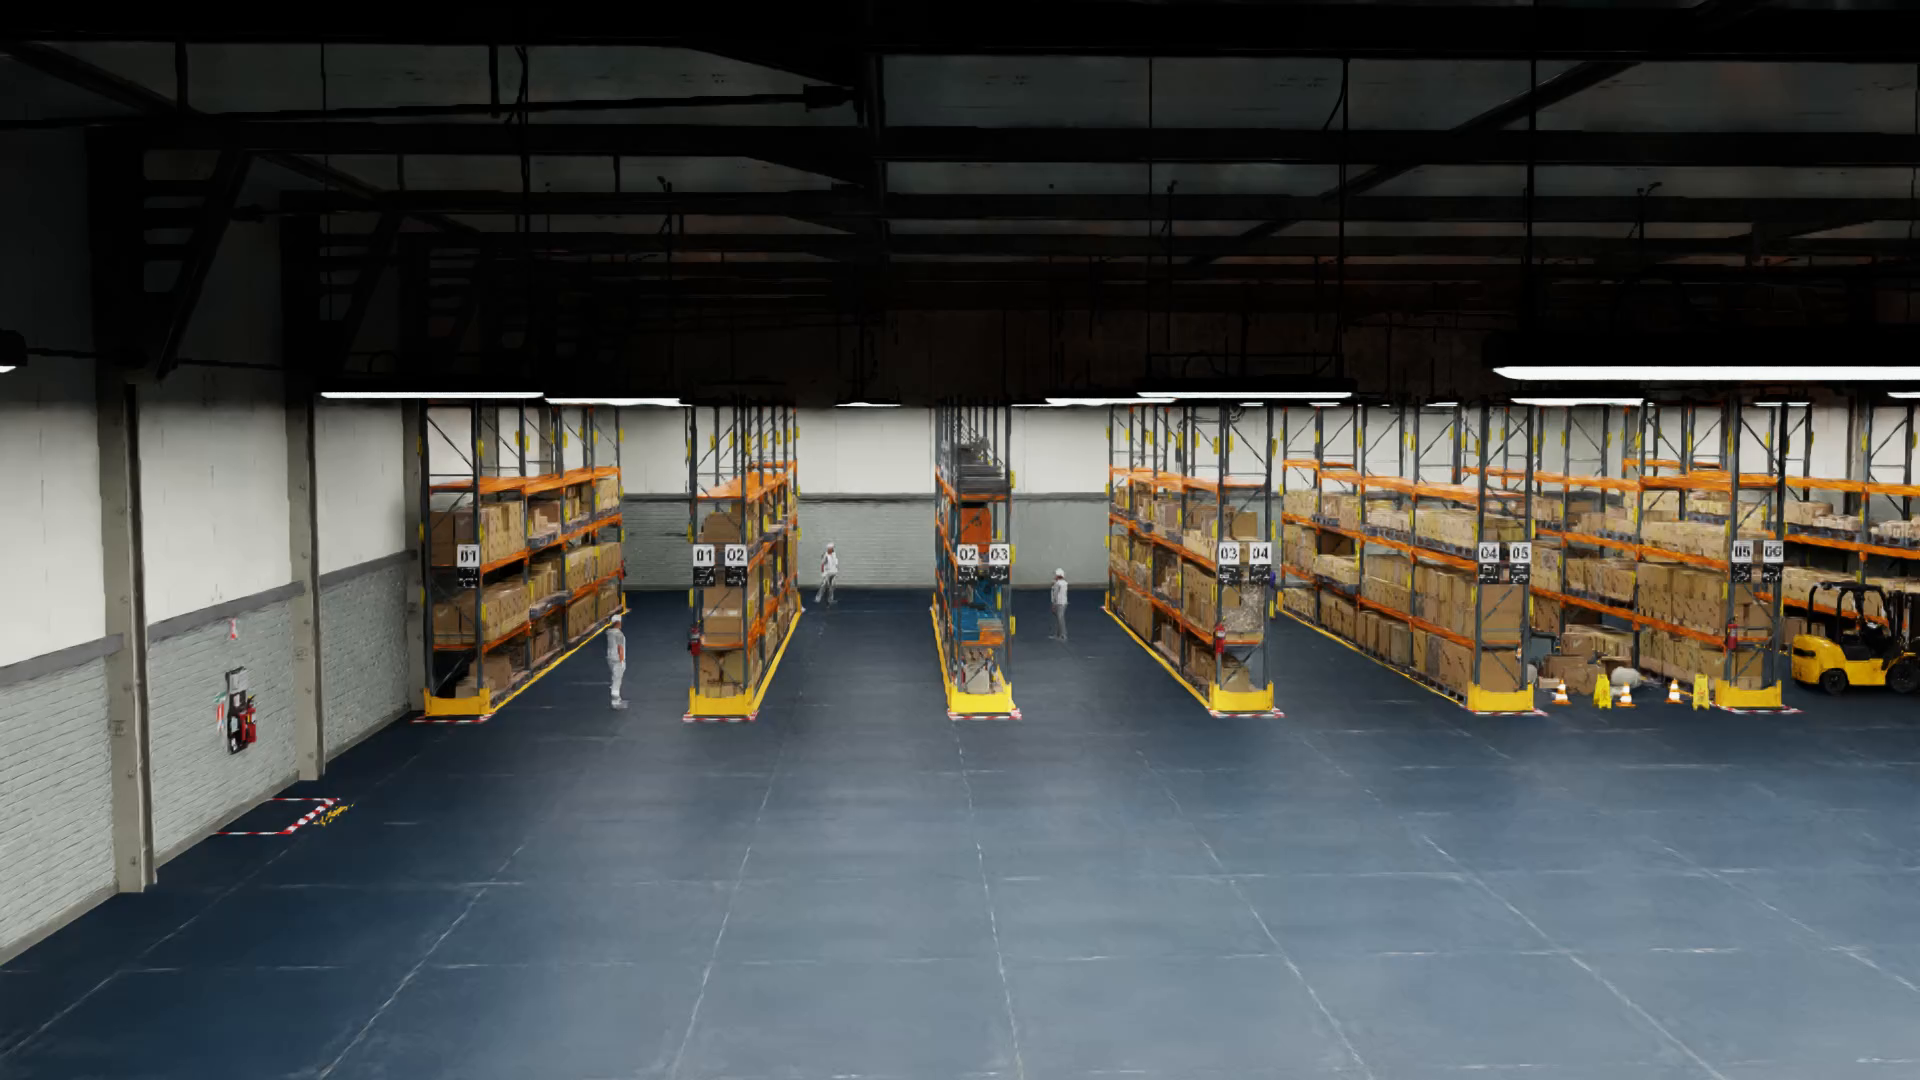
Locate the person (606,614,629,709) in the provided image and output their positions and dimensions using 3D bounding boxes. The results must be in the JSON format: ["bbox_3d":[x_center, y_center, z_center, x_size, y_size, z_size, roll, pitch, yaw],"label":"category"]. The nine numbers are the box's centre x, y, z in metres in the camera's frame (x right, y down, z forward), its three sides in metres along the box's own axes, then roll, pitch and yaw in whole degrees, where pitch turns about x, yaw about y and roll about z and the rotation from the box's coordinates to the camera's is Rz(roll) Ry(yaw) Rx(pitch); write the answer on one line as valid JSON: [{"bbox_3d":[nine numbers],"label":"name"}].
[{"bbox_3d":[-6.533,2.309,31.863,0.442,1.784,0.606,-3,5,-32],"label":"person"}]

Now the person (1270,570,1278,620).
[{"bbox_3d":[8.347,1.359,45.199,0.449,1.571,1.075,0,4,1],"label":"person"}]

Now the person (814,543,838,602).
[{"bbox_3d":[-3.982,0.967,49.259,0.729,1.773,0.482,-4,6,-44],"label":"person"}]

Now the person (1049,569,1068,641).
[{"bbox_3d":[2.436,1.589,41.115,0.572,1.769,0.618,2,5,25],"label":"person"}]
